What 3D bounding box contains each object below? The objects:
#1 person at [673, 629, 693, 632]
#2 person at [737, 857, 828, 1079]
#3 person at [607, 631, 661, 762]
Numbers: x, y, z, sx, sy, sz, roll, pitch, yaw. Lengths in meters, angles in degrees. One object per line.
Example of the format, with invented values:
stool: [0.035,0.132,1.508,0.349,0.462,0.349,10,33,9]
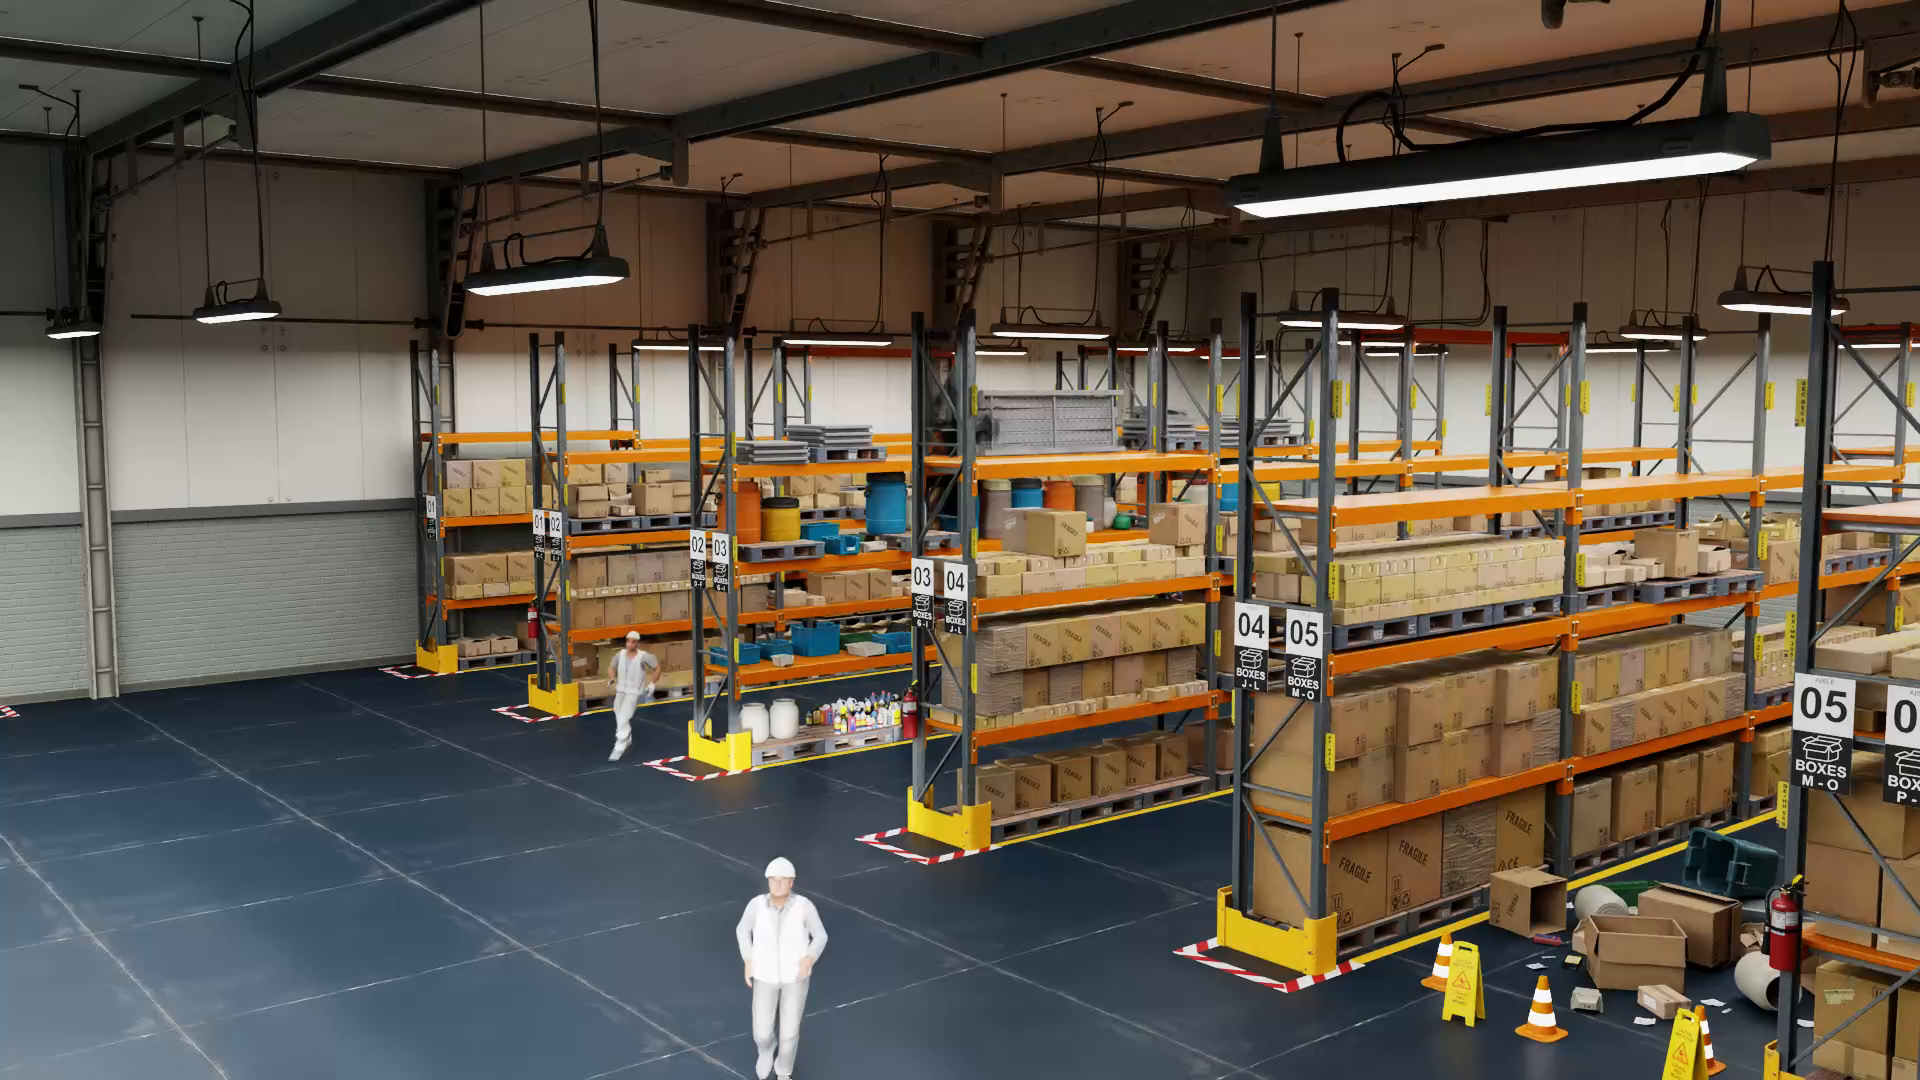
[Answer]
person: [-4.949,1.523,29.932,0.737,1.742,0.709,-5,7,-41]
person: [-1.301,3.180,12.130,0.672,1.740,0.571,0,5,-4]
person: [-4.582,2.153,23.139,0.722,1.803,0.723,2,6,20]
